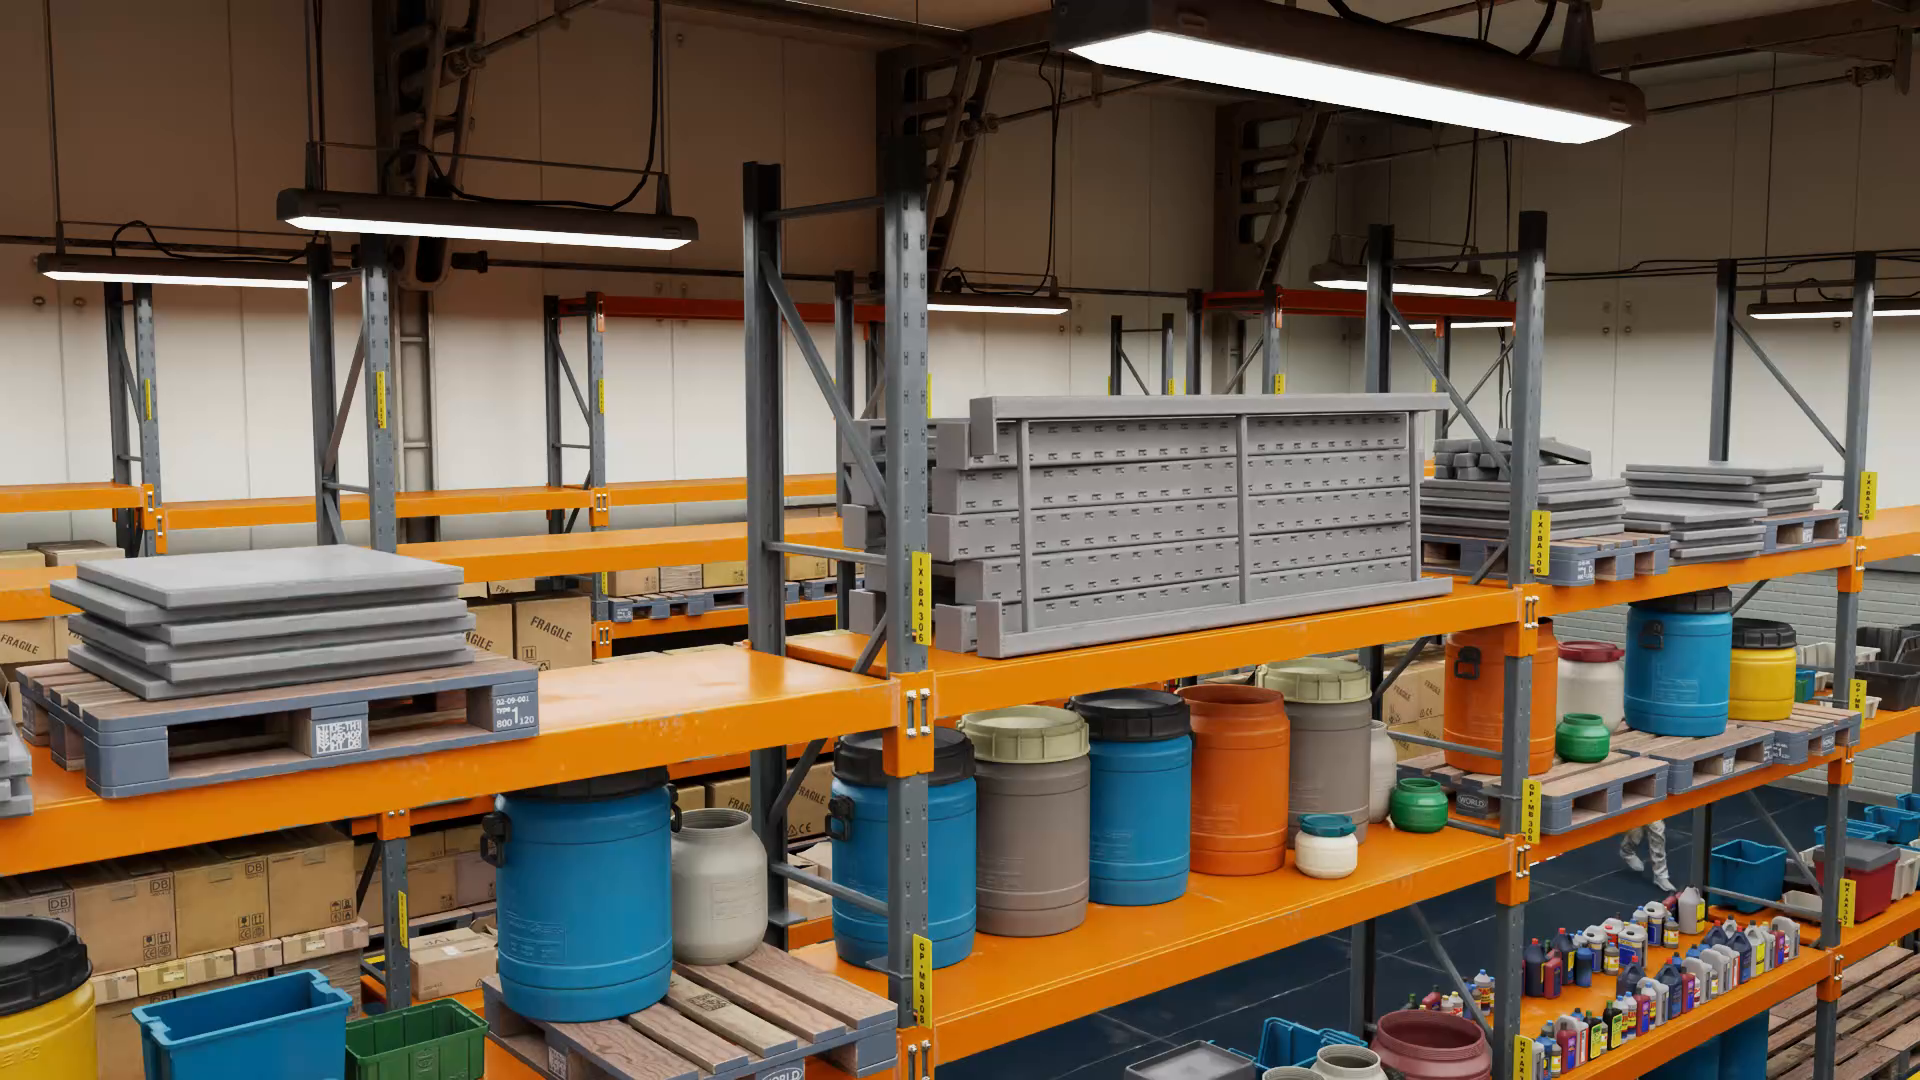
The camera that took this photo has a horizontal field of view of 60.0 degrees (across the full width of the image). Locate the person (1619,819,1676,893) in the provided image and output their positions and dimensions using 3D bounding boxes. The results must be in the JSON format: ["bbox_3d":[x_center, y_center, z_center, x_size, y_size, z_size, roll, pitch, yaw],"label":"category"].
[{"bbox_3d":[6.870,2.669,17.082,0.740,1.735,0.831,0,6,-1],"label":"person"}]
